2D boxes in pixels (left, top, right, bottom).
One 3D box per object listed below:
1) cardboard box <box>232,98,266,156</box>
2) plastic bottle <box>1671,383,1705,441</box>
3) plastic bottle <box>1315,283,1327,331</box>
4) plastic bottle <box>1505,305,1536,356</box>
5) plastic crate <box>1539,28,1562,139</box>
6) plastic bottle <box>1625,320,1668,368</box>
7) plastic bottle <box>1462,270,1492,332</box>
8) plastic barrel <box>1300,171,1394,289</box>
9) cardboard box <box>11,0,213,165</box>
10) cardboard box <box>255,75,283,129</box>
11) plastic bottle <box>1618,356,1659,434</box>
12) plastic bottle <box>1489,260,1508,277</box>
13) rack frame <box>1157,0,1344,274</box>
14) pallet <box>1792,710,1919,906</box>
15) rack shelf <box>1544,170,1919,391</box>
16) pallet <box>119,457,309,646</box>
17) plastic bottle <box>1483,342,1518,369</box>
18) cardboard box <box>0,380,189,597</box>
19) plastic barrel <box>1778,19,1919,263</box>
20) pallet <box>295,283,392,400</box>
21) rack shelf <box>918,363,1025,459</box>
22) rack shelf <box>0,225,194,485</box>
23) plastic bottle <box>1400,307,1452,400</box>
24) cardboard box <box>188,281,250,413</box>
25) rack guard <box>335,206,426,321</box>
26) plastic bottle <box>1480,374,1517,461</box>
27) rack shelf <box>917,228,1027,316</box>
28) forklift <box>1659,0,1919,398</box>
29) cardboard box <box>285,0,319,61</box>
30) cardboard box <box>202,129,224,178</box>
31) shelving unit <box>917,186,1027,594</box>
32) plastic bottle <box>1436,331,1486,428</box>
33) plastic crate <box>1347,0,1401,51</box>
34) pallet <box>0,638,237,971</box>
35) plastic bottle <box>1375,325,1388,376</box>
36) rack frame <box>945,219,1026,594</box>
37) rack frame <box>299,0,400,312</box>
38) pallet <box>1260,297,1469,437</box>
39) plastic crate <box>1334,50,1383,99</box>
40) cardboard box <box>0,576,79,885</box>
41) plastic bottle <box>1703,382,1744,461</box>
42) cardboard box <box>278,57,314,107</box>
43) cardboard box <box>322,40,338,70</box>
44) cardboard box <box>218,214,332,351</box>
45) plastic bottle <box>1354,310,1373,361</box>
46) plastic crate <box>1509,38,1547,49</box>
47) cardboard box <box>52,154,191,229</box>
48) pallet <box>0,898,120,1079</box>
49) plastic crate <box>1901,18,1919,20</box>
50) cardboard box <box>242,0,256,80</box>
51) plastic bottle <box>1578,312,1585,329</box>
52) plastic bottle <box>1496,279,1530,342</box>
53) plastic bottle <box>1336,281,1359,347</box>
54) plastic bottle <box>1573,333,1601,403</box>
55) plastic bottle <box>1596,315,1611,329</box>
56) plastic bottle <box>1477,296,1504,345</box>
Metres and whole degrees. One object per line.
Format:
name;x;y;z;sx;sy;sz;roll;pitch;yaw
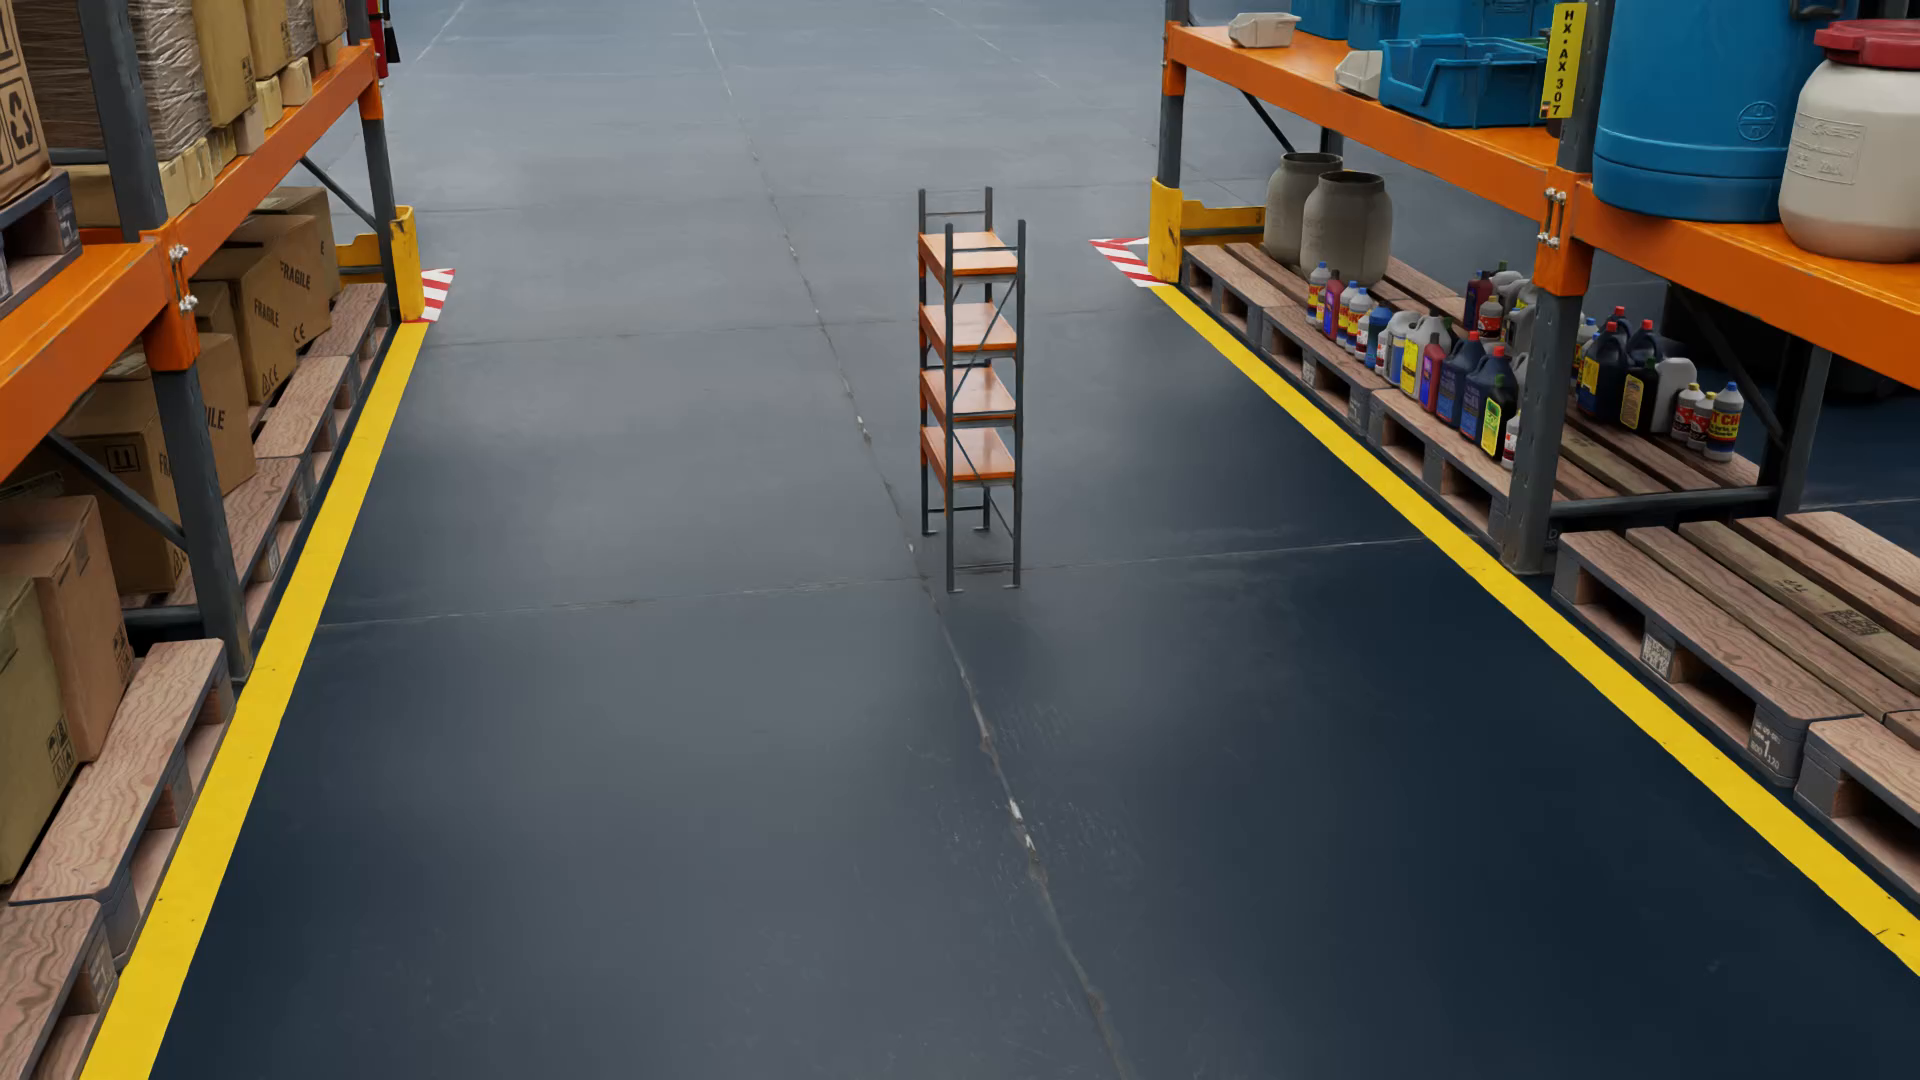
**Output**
cardboard box;-2.473;-1.330;5.362;0.380;0.149;0.250;-4;24;-10
plastic bottle;2.642;-0.468;6.020;0.097;0.201;0.097;0;24;0
plastic bottle;1.616;-1.026;7.299;0.097;0.201;0.097;0;24;0
plastic bottle;2.311;-0.833;6.763;0.152;0.276;0.135;-4;24;-10
plastic crate;2.336;-1.498;5.509;0.767;0.338;0.504;-4;24;-10
plastic bottle;2.566;-0.647;6.243;0.144;0.351;0.185;-4;24;-8
plastic bottle;2.253;-1.042;7.231;0.061;0.283;0.133;-4;24;-10
plastic barrel;1.857;-1.486;7.988;0.421;0.512;0.421;0;24;0
cardboard box;-2.583;-1.308;4.500;0.875;0.500;0.500;-4;24;-10
cardboard box;-2.595;-1.525;5.807;0.380;0.149;0.250;-4;24;-10
plastic bottle;2.488;-0.542;6.088;0.061;0.283;0.133;-4;24;-10
plastic bottle;2.378;-1.106;7.379;0.061;0.283;0.133;-4;24;-8
rack frame;1.568;-2.884;8.606;1.000;3.000;0.127;-4;24;-10
pallet;2.720;0.754;3.760;1.003;0.211;1.213;-4;24;-10
rack shelf;2.677;-0.194;3.346;1.077;0.370;4.000;-4;24;-10
pallet;-2.719;0.072;5.321;1.003;0.211;1.213;-4;24;-10
plastic bottle;2.010;-0.592;6.212;0.152;0.276;0.135;-4;24;-10
cardboard box;-2.595;-0.151;4.947;0.500;0.500;0.500;-5;24;-11
plastic barrel;2.269;-0.980;4.077;0.433;0.535;0.433;0;24;0
pallet;-3.170;-0.887;7.518;1.003;0.211;1.213;-4;24;-10
rack shelf;0.031;-0.423;5.388;0.258;0.148;0.480;-4;24;-10
rack shelf;-2.190;0.172;2.507;1.077;0.370;4.000;-4;24;-10
plastic bottle;1.810;-0.733;6.440;0.144;0.351;0.185;-4;24;-10
cardboard box;-2.900;-0.614;6.007;0.500;0.500;0.500;-6;24;-14
rack guard;-3.286;-1.342;8.198;1.175;0.500;0.348;-4;24;-10
plastic bottle;1.894;-0.432;5.836;0.061;0.283;0.133;-3;24;-7
rack shelf;0.031;-0.845;5.203;0.258;0.148;0.480;-4;24;-10
forklift;4.818;-2.344;7.456;3.031;2.935;1.130;-12;26;-25
cardboard box;-2.965;-2.094;6.299;0.875;0.500;0.500;-4;24;-10
cardboard box;-2.411;-1.131;4.907;0.380;0.149;0.250;-4;24;-10
shelving unit;0.031;-0.485;5.361;0.258;1.200;0.503;-4;24;-10
plastic bottle;1.869;-0.606;6.149;0.144;0.351;0.185;-6;24;-12
plastic crate;2.069;-2.385;7.649;0.499;0.251;0.408;-4;24;-10
pallet;-2.415;0.640;4.021;1.003;0.211;1.213;-4;24;-10
plastic bottle;1.735;-0.773;6.719;0.097;0.201;0.097;0;24;0
rack frame;0.076;-0.389;5.141;0.240;1.200;0.015;-4;24;-10
rack frame;-3.300;-2.517;7.766;1.000;3.000;0.127;-4;24;-10
pallet;1.995;-0.781;7.274;1.003;0.211;1.213;-4;24;-10
plastic crate;1.758;-1.810;6.475;0.530;0.136;0.437;-4;24;-10
cardboard box;-2.398;0.432;3.587;0.700;0.500;0.500;-4;24;-10
plastic bottle;2.679;-0.420;5.822;0.097;0.271;0.097;0;24;0
cardboard box;-2.664;-1.723;6.262;0.380;0.149;0.250;-4;24;-10
cardboard box;-2.902;-2.113;7.153;0.380;0.149;0.250;-4;24;-10
cardboard box;-3.057;-1.085;7.085;0.500;0.500;0.500;2;24;4
plastic bottle;1.697;-0.854;6.904;0.097;0.201;0.097;0;24;0
plastic crate;2.334;-1.768;6.316;0.450;0.188;0.662;-4;24;-10
cardboard box;-2.304;-0.936;4.459;0.380;0.149;0.250;-4;24;-10
pallet;-2.186;1.121;2.920;1.003;0.211;1.213;-4;24;-10
plastic crate;2.698;-1.172;4.606;0.402;0.464;0.583;-4;24;-10
cardboard box;-2.832;-1.696;5.390;0.875;0.500;0.500;-4;24;-10
plastic bottle;2.452;-0.888;6.795;0.144;0.351;0.185;-4;24;-10
plastic bottle;2.383;-0.992;7.126;0.152;0.276;0.135;-5;24;-11
plastic bottle;1.660;-0.964;7.069;0.097;0.271;0.097;0;24;0
plastic bottle;2.420;-0.658;6.369;0.097;0.271;0.097;0;24;0
plastic bottle;2.541;-0.758;6.582;0.061;0.283;0.133;-3;24;-7
plastic bottle;2.264;-0.941;7.103;0.097;0.201;0.097;0;24;0
